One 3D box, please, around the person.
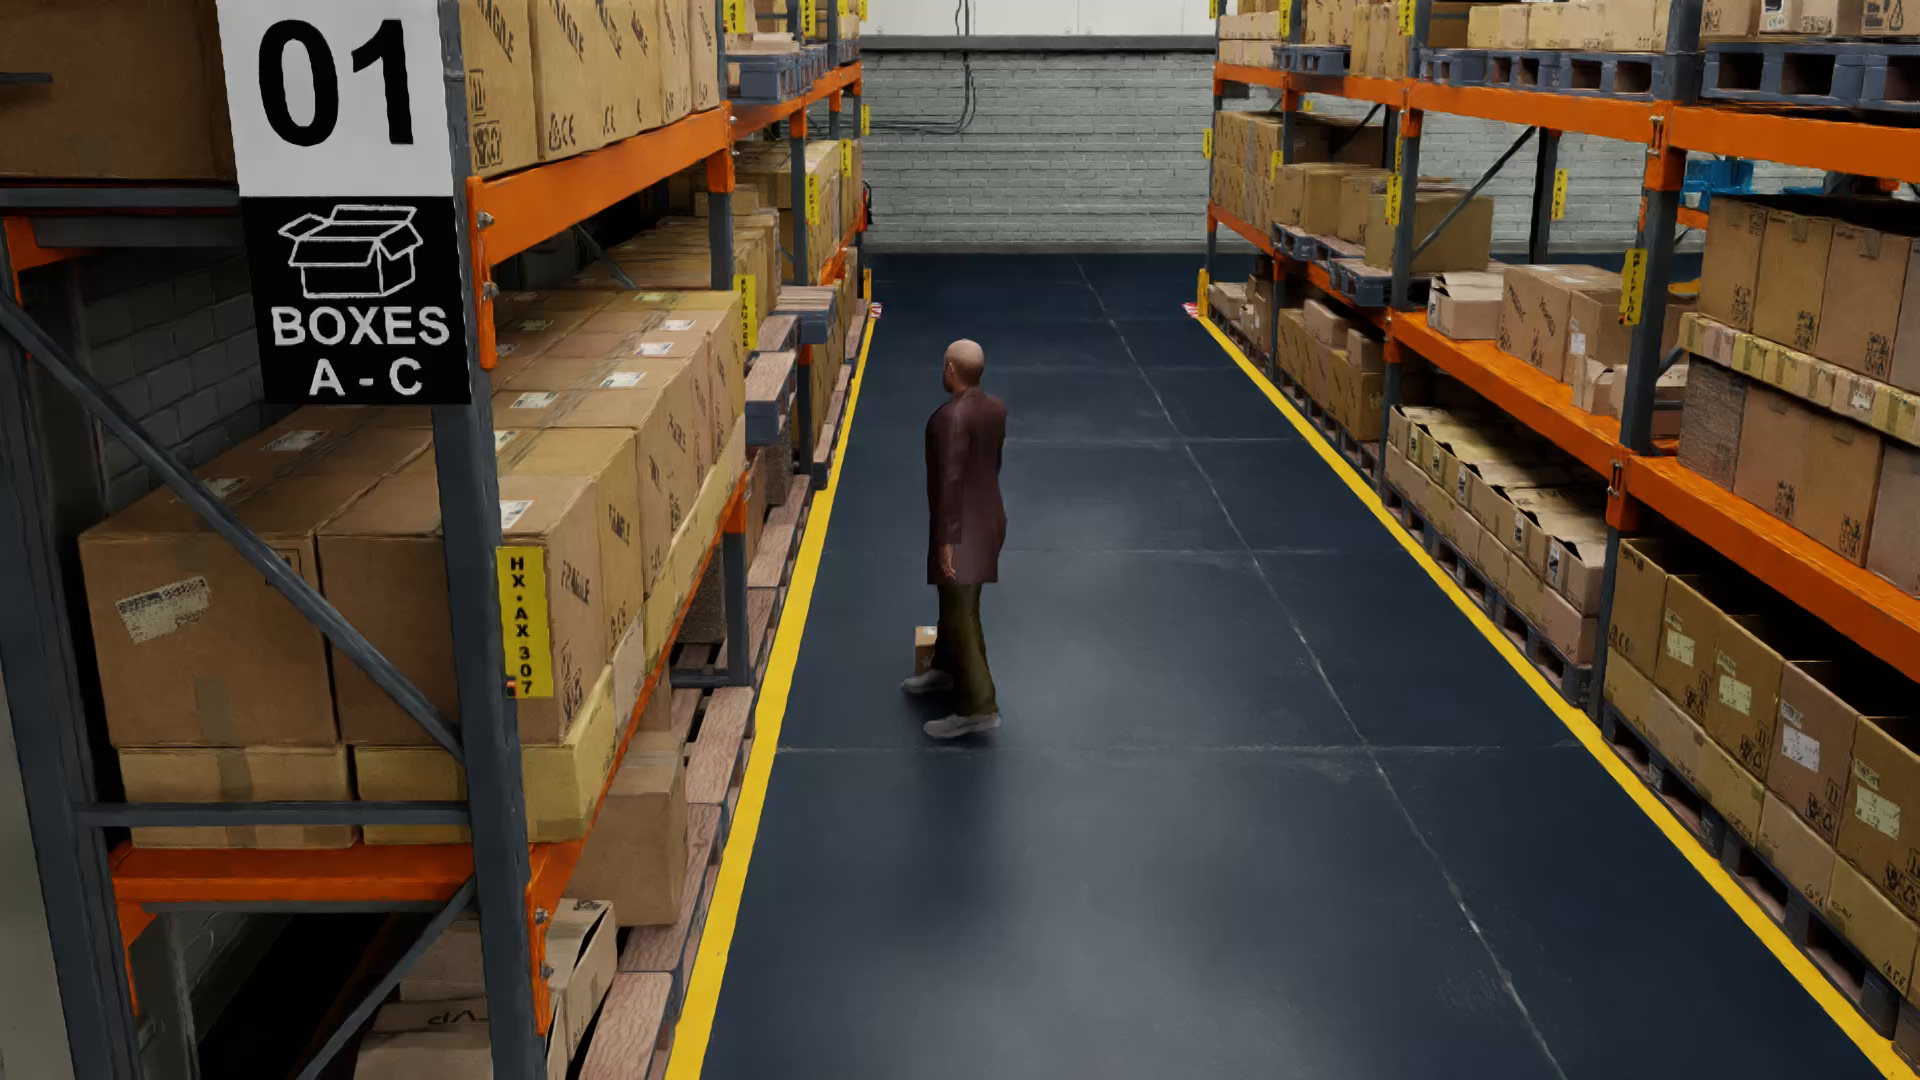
[{"bbox_3d":[-0.009,-0.025,7.672,0.652,1.784,0.670,8,18,24],"label":"person"}]
